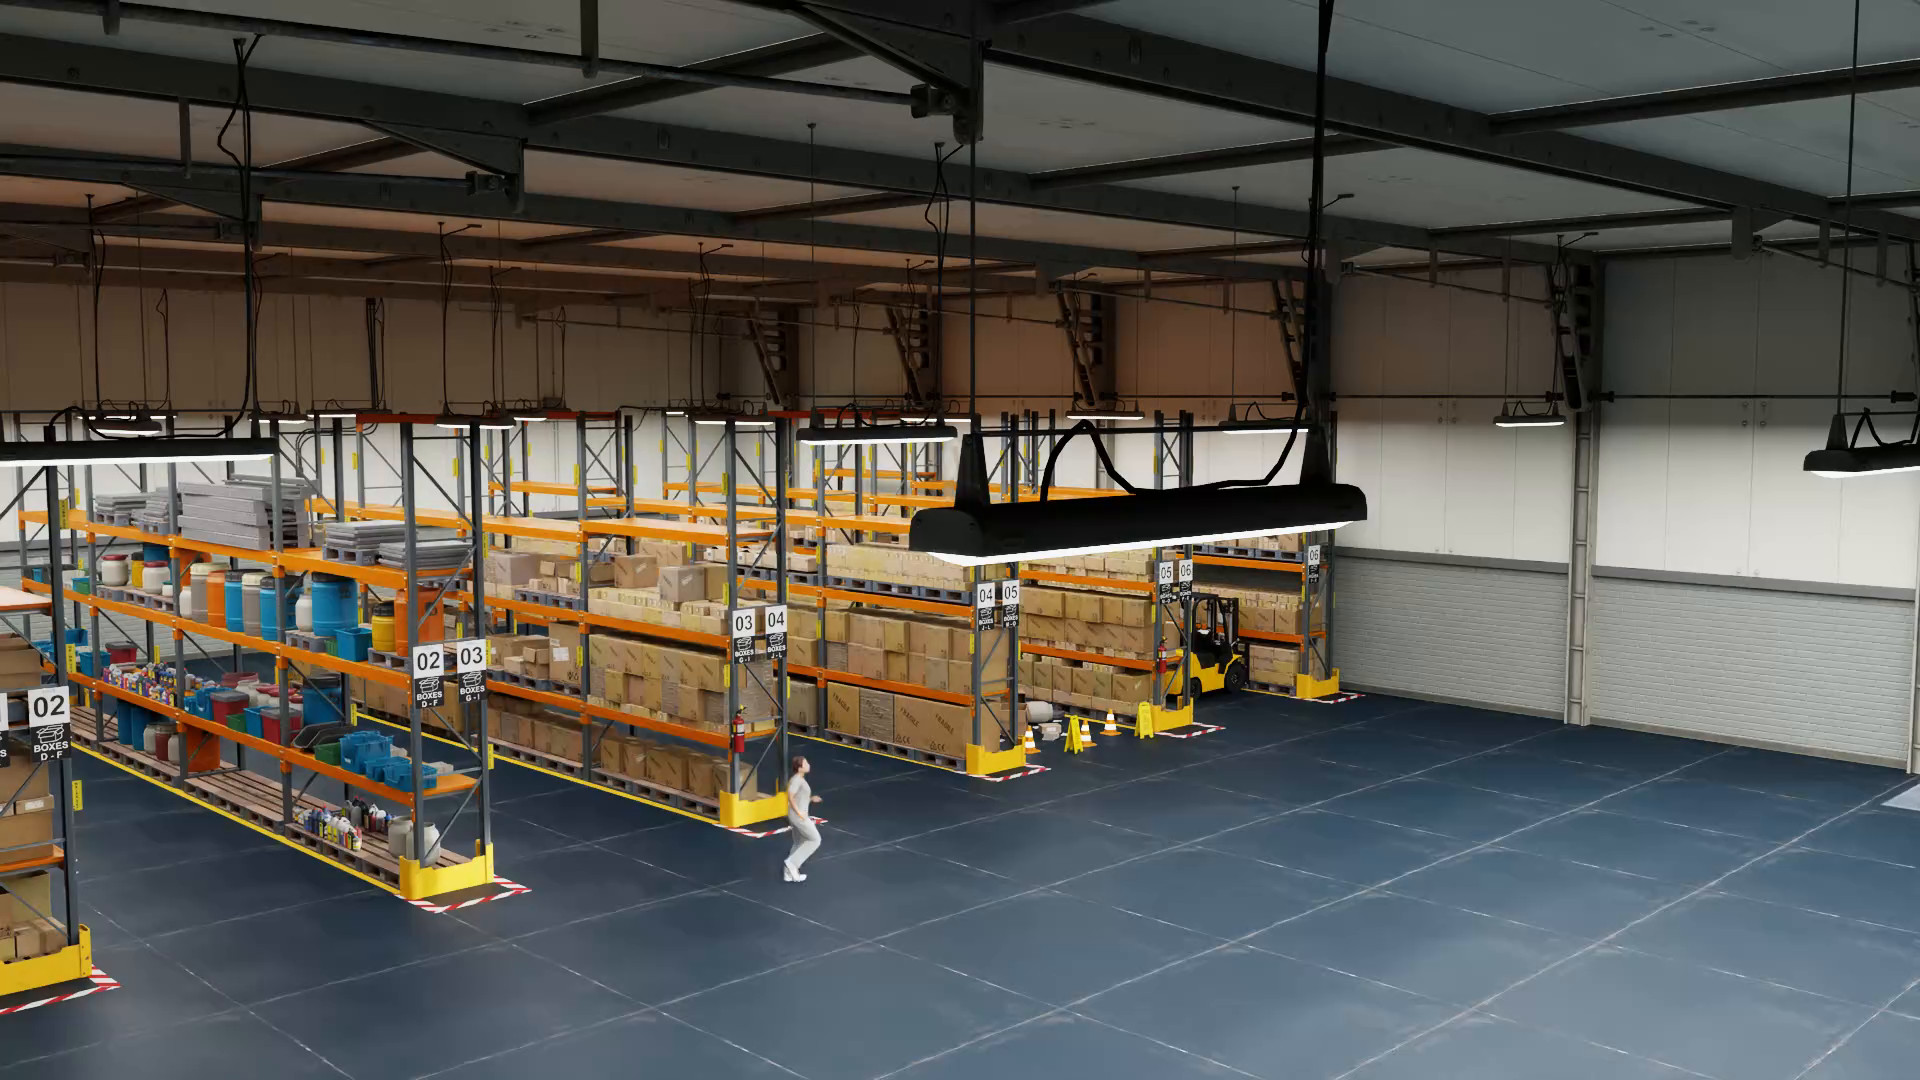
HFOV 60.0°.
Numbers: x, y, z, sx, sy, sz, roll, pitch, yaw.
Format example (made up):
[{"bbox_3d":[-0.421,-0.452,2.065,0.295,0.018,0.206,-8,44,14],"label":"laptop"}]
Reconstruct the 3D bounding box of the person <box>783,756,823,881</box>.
[{"bbox_3d":[-2.051,3.635,21.734,0.557,1.617,0.551,-2,5,-17],"label":"person"}]
